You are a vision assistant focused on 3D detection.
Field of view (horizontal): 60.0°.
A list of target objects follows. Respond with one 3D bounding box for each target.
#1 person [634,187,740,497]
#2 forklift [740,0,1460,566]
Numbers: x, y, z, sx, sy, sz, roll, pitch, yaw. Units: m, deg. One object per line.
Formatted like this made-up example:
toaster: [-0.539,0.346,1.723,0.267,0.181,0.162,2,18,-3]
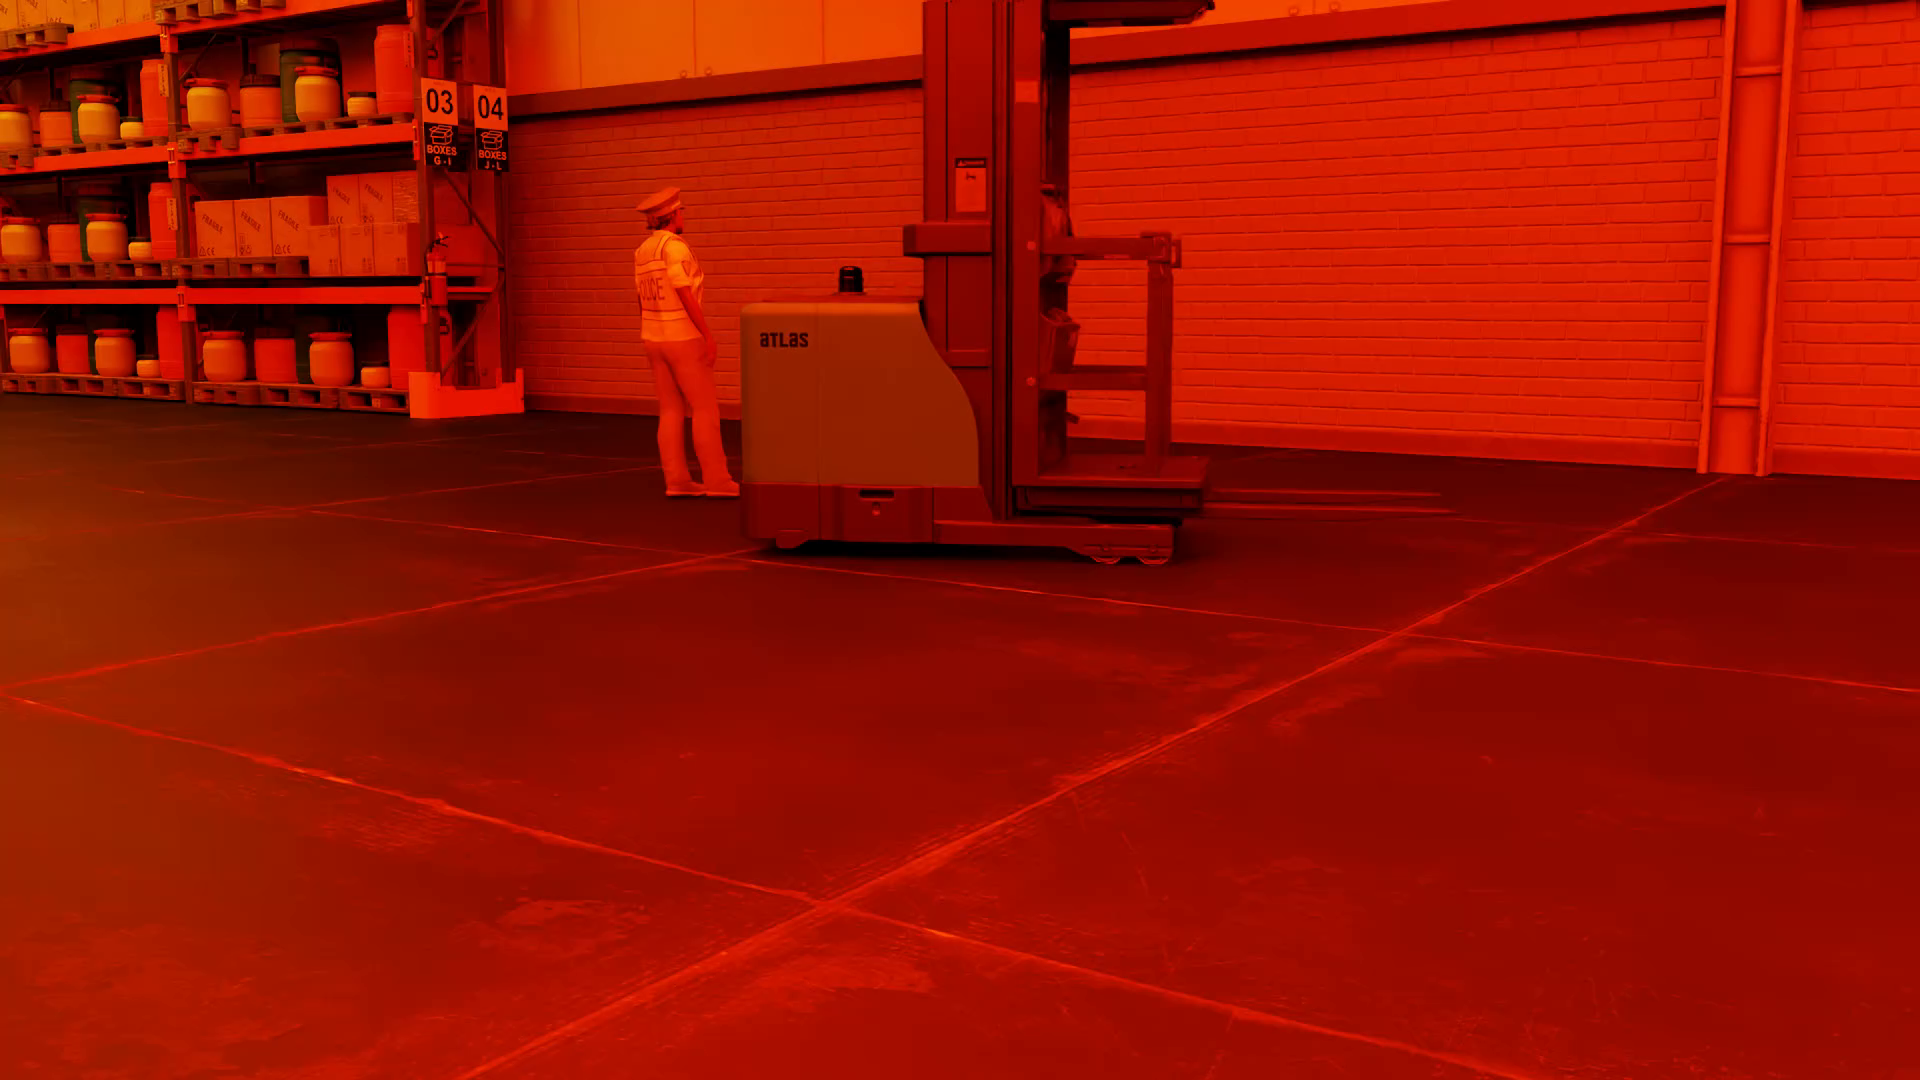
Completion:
person: [-1.498,-1.085,9.172,0.530,1.696,0.563,-8,11,-43]
forklift: [0.613,-1.425,7.211,3.031,2.935,1.130,1,8,10]
